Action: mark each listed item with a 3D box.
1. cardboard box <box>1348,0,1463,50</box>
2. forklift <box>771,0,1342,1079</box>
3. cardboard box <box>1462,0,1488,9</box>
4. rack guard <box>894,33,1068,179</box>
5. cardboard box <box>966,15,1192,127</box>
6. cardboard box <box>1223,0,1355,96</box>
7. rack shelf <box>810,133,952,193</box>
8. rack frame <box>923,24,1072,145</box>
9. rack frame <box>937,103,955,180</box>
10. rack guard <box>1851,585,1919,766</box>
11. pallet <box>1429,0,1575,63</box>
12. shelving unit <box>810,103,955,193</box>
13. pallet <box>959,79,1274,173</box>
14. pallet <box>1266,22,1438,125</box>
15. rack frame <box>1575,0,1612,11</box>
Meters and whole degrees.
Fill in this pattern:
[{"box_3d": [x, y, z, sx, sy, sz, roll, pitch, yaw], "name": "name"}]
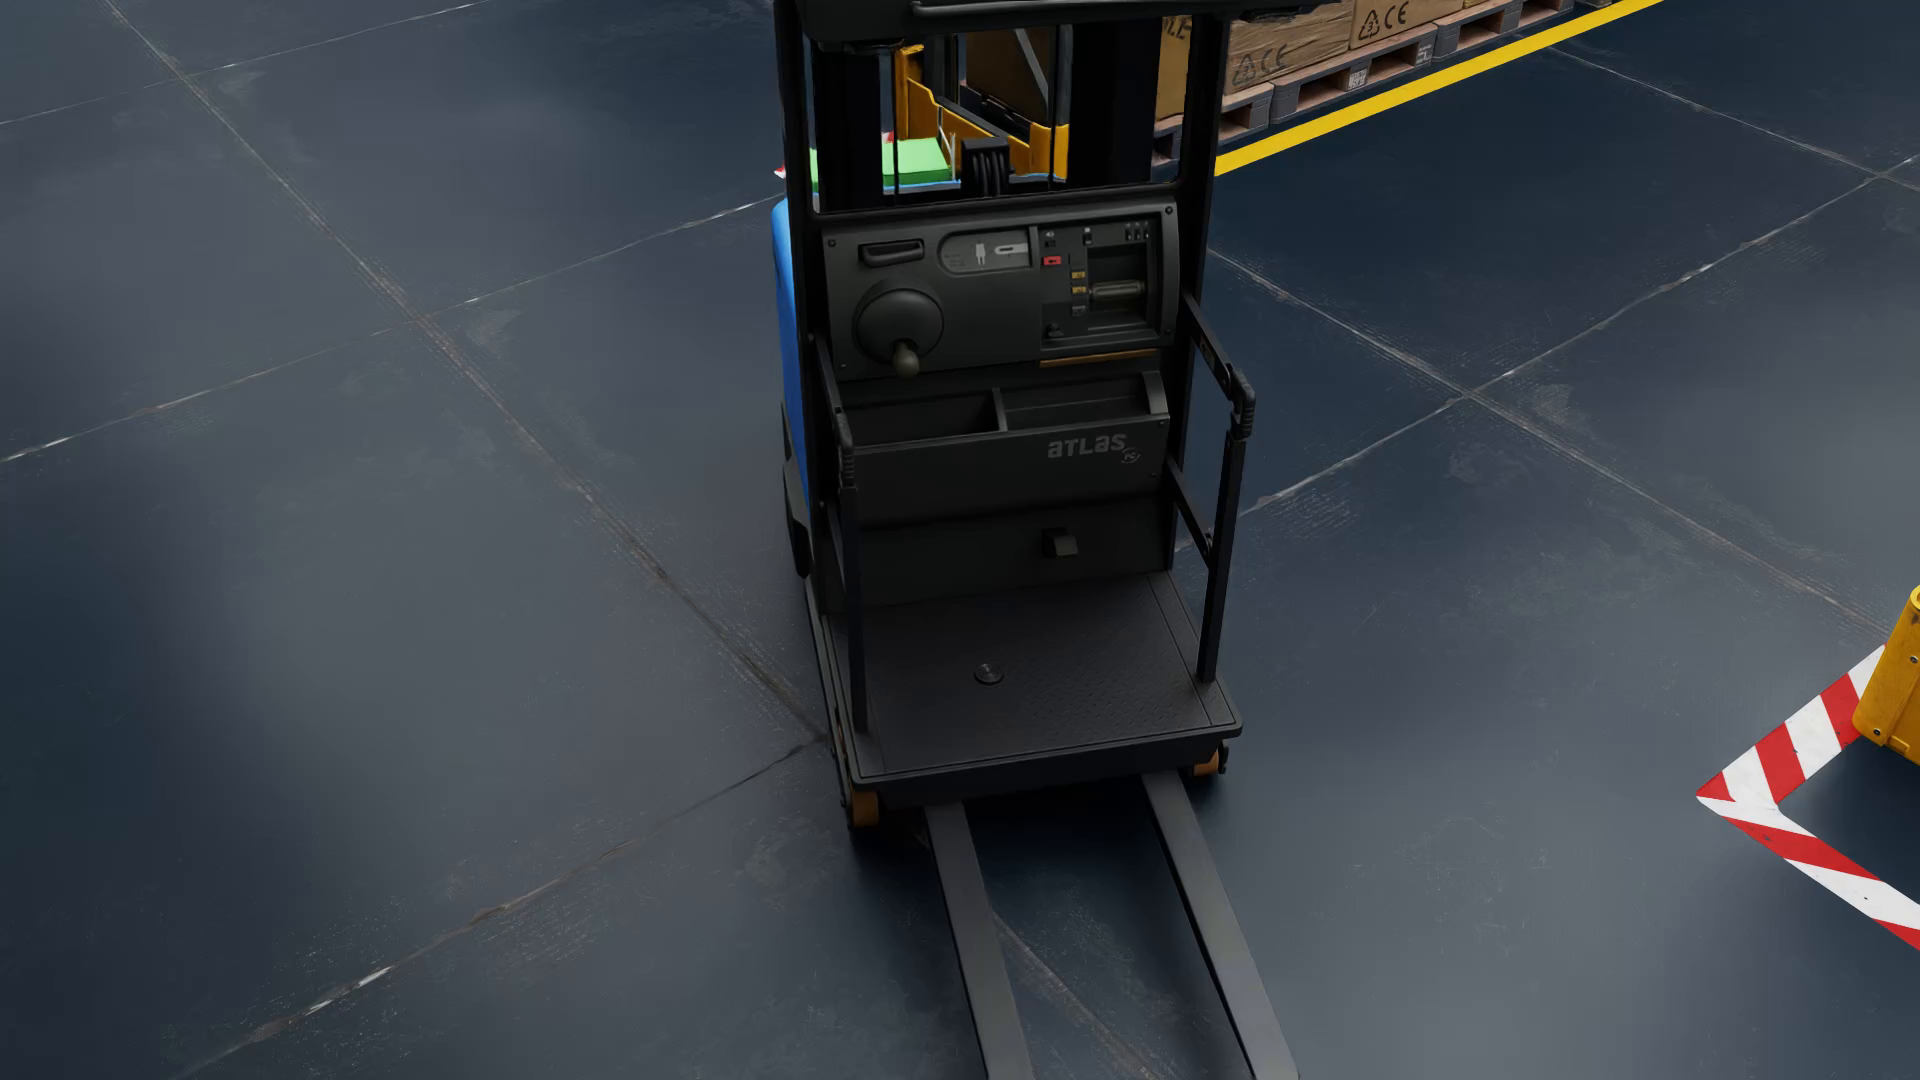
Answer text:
[{"box_3d": [2.063, -3.205, 8.636, 0.875, 0.875, 0.875, -26, 46, -28], "name": "cardboard box"}, {"box_3d": [0.158, -0.573, 4.138, 1.130, 2.935, 3.031, -7, 40, -9], "name": "forklift"}, {"box_3d": [2.777, -3.553, 9.060, 0.875, 0.875, 0.875, -26, 46, -28], "name": "cardboard box"}, {"box_3d": [0.158, -1.905, 7.679, 0.348, 0.500, 1.175, -26, 46, -28], "name": "rack guard"}, {"box_3d": [0.636, -2.510, 7.788, 0.875, 0.875, 0.875, -26, 46, -28], "name": "cardboard box"}, {"box_3d": [1.358, -2.861, 8.217, 0.875, 0.875, 0.875, -26, 46, -28], "name": "cardboard box"}, {"box_3d": [-0.287, -1.242, 5.662, 0.480, 0.148, 0.258, -8, 40, -9], "name": "rack shelf"}, {"box_3d": [0.177, -2.881, 6.897, 0.127, 3.000, 1.000, -26, 46, -28], "name": "rack frame"}, {"box_3d": [-0.049, -0.952, 5.964, 0.015, 1.200, 0.240, -8, 40, -9], "name": "rack frame"}, {"box_3d": [3.184, 0.592, 4.634, 0.348, 0.500, 1.175, -26, 46, -28], "name": "rack guard"}, {"box_3d": [2.698, -3.094, 9.356, 1.213, 0.211, 1.003, -26, 46, -28], "name": "pallet"}, {"box_3d": [-0.287, -0.920, 5.926, 0.503, 1.200, 0.258, -8, 40, -9], "name": "shelving unit"}, {"box_3d": [0.764, -2.151, 8.206, 1.213, 0.211, 1.003, -26, 46, -28], "name": "pallet"}, {"box_3d": [1.730, -2.620, 8.778, 1.213, 0.211, 1.003, -26, 46, -28], "name": "pallet"}, {"box_3d": [3.349, -4.427, 8.782, 0.127, 3.000, 1.000, -26, 46, -28], "name": "rack frame"}]
